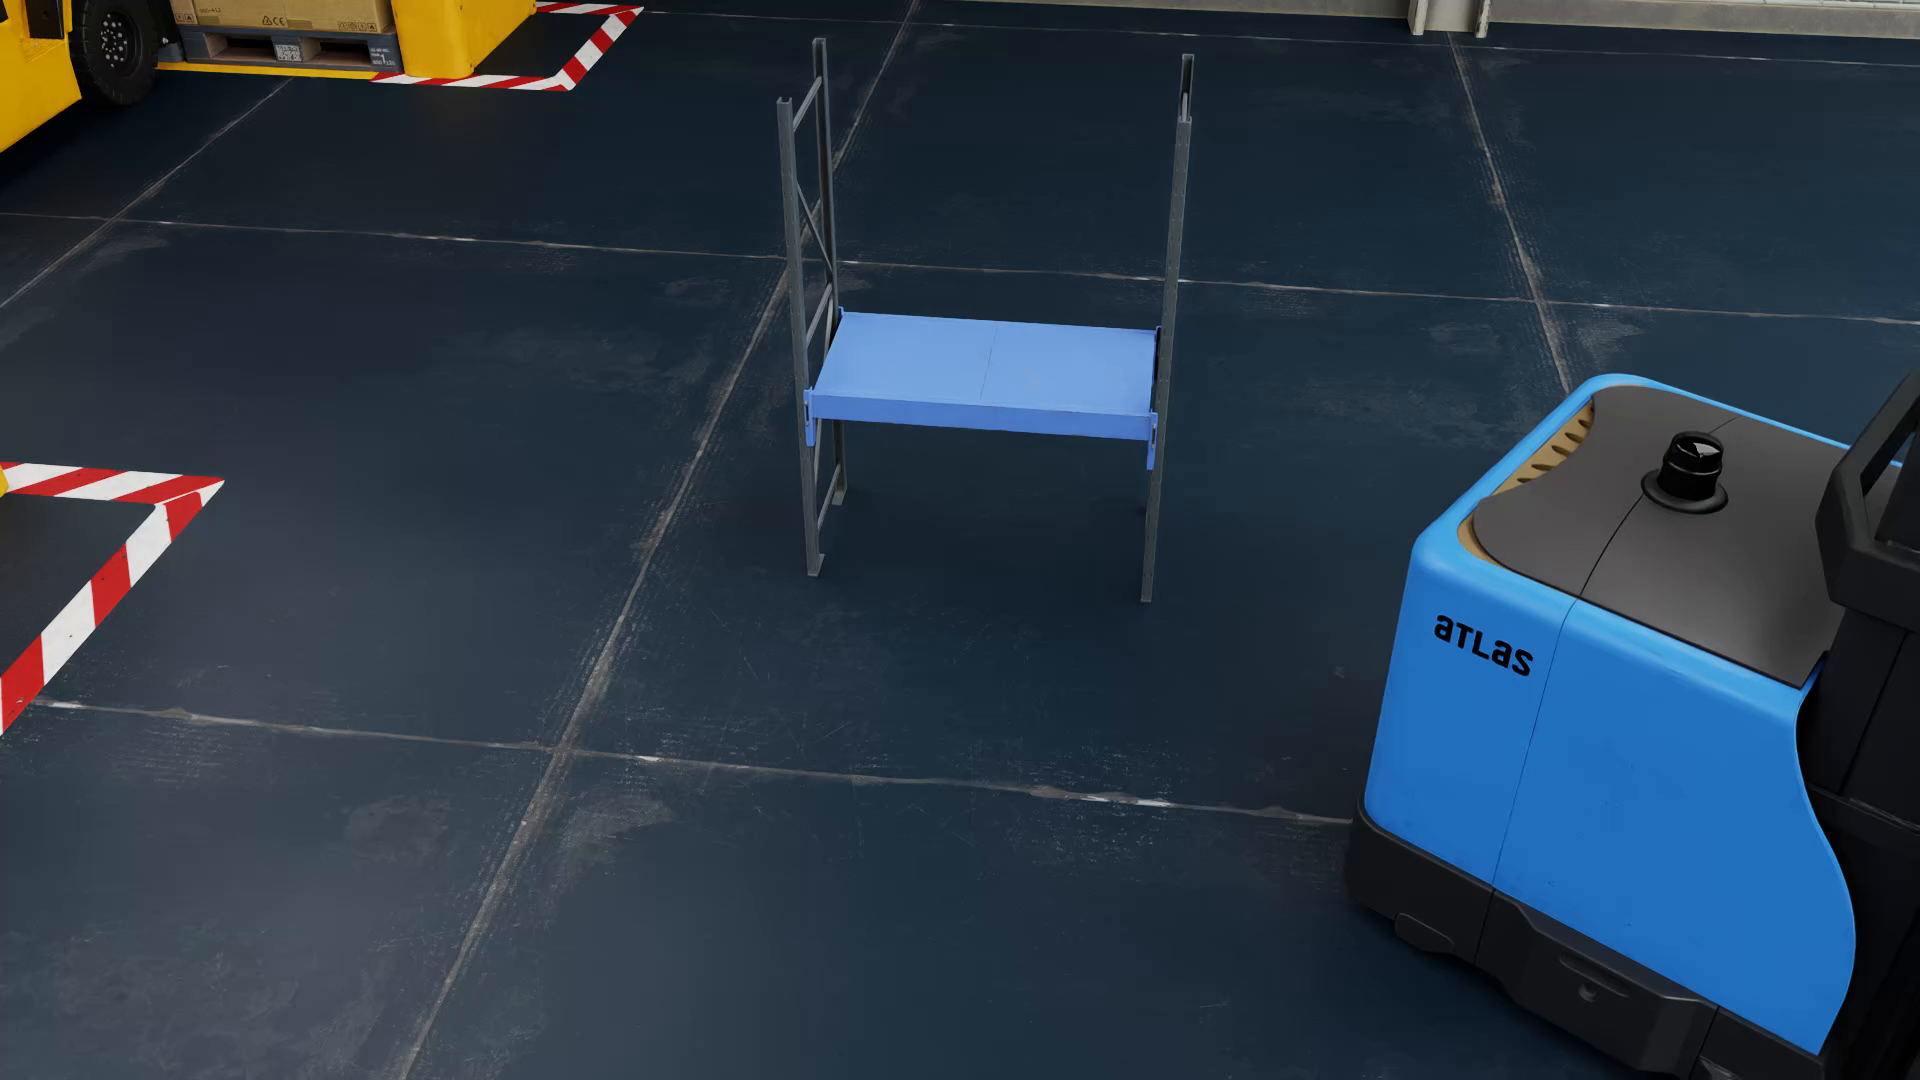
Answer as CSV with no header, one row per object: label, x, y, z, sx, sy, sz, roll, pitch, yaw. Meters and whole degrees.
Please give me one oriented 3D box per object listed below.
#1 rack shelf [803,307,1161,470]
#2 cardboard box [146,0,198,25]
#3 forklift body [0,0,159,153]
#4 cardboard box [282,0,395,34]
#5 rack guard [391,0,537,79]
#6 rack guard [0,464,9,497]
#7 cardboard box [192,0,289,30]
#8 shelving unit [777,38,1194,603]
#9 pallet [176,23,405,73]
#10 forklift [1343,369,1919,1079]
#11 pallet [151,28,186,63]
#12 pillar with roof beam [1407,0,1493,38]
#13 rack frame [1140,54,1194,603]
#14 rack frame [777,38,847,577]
rack shelf,0.085,-0.458,4.910,1.000,0.185,0.538,4,36,6
cardboard box,-4.167,-2.935,8.786,0.500,0.250,0.500,5,36,6
forklift body,-4.786,-2.690,7.168,1.214,2.155,2.313,4,36,6
cardboard box,-3.179,-2.851,8.668,0.500,0.250,0.500,5,36,6
rack guard,-2.649,-2.927,8.921,0.348,0.500,1.175,4,36,6
rack guard,-3.377,-0.074,4.924,0.348,0.500,1.175,4,36,6
cardboard box,-3.671,-2.893,8.727,0.500,0.250,0.500,4,36,6
shelving unit,0.085,-0.604,4.805,1.048,1.500,0.538,4,36,6
pallet,-3.437,-2.844,9.053,1.213,0.211,1.003,4,36,6
forklift,2.370,0.024,2.693,3.031,2.935,1.130,26,43,32
pallet,-4.644,-2.936,9.182,1.213,0.211,1.003,4,36,6
pillar with roof beam,2.154,-4.035,3.157,0.400,9.000,9.100,4,36,6
rack frame,0.589,-0.567,4.753,0.032,1.500,0.500,4,36,6
rack frame,-0.420,-0.642,4.858,0.032,1.500,0.500,4,36,6
